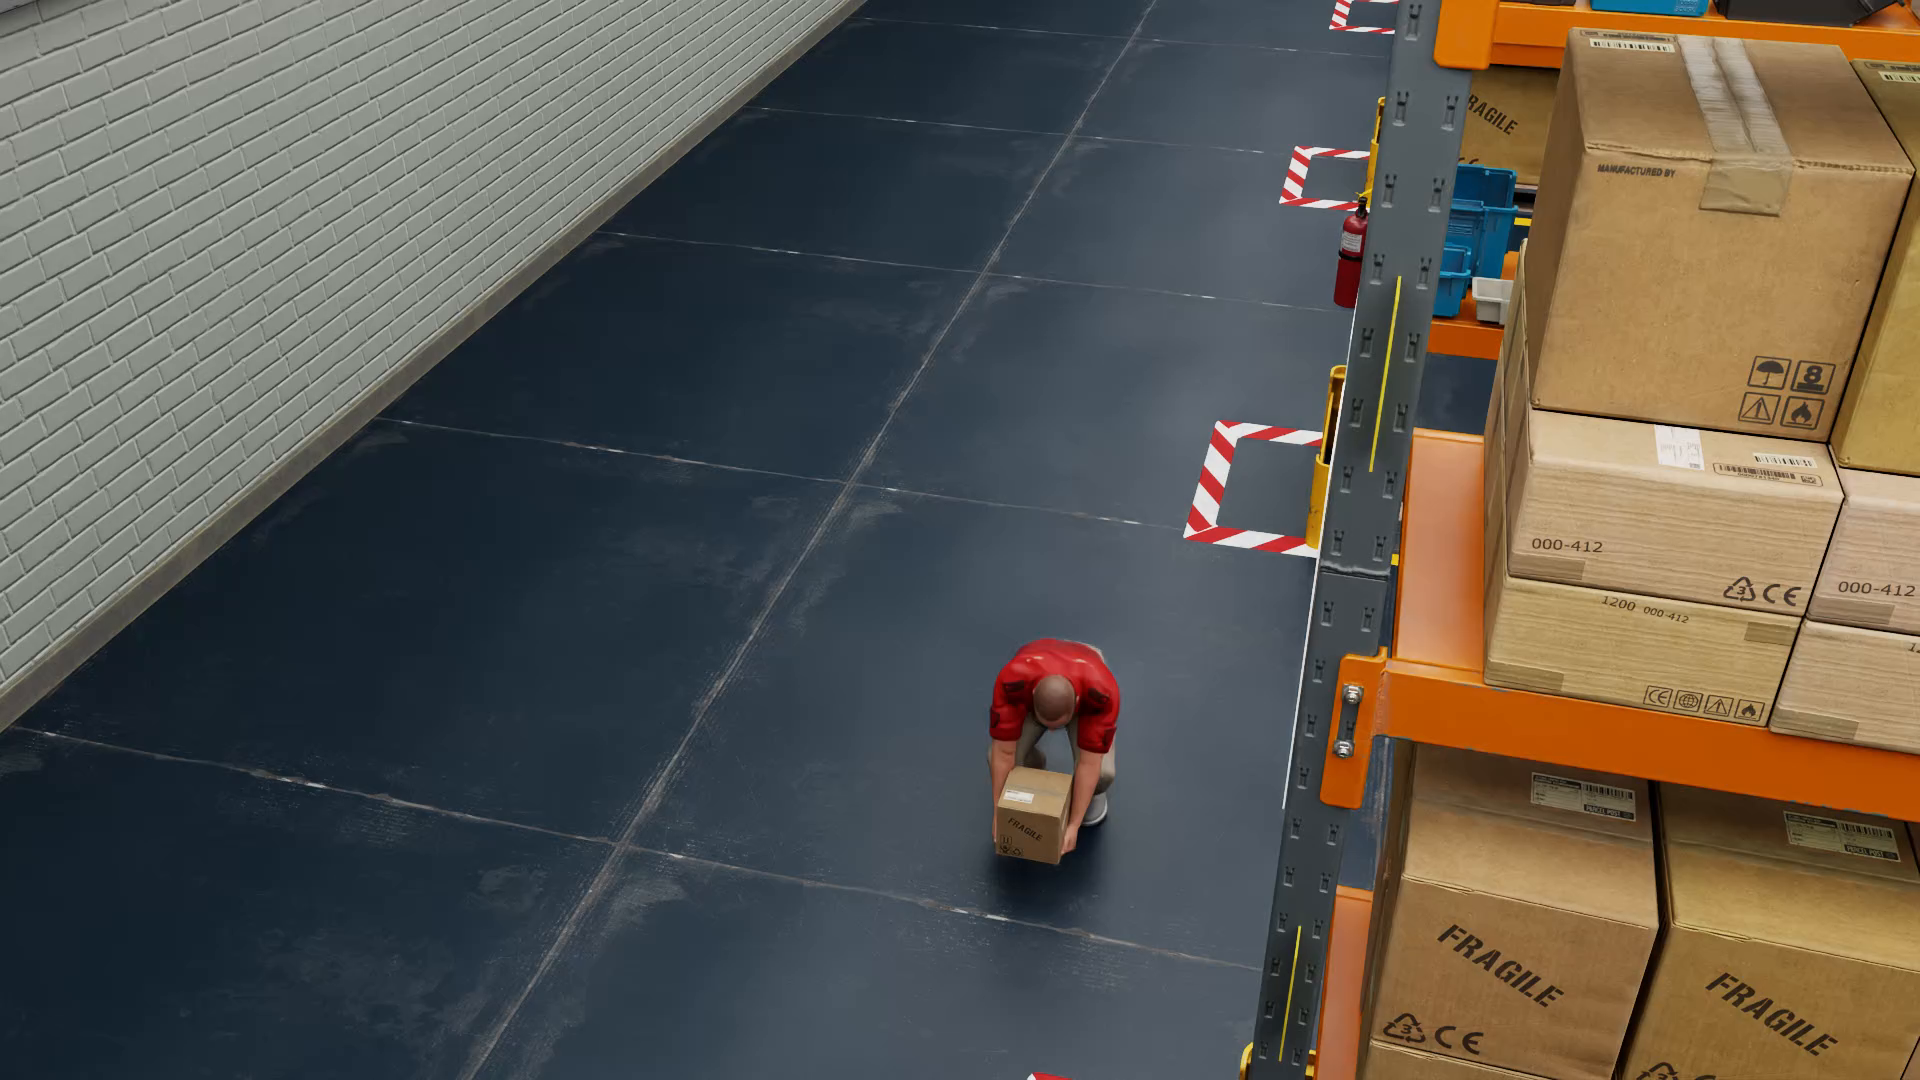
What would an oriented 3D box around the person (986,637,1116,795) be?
[{"bbox_3d":[0.386,0.744,6.701,0.527,0.856,0.823,7,33,11],"label":"person"}]
